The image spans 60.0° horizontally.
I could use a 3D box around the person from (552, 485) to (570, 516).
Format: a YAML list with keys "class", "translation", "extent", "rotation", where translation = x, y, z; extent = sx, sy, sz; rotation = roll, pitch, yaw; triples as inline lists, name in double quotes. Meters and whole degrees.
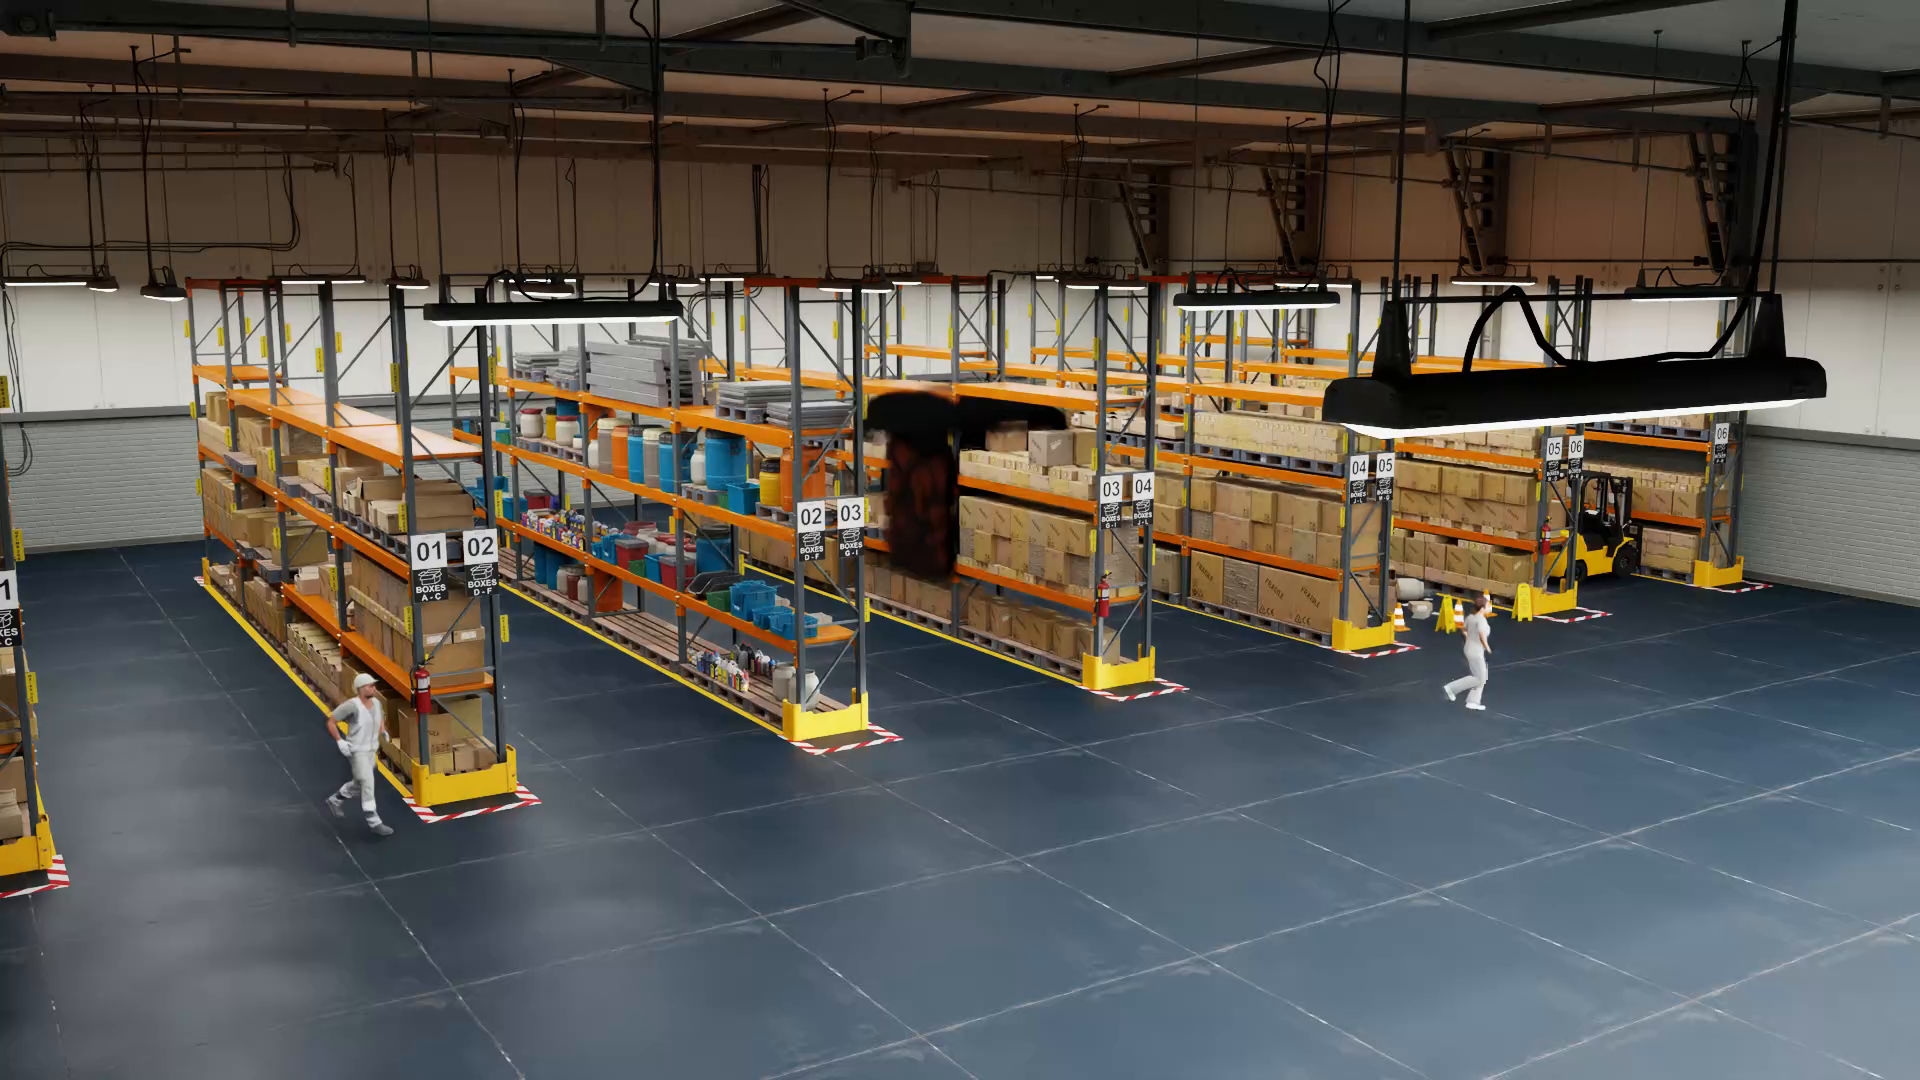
- class: "person"
  translation: [-8.620, -0.454, 36.082]
  extent: [0.791, 1.546, 0.574]
  rotation: [9, 13, 42]

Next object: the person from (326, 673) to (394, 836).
- class: "person"
  translation: [-6.704, 2.354, 18.613]
  extent: [1.016, 1.757, 0.701]
  rotation: [4, 10, 22]

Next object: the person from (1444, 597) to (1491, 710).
- class: "person"
  translation: [7.212, 1.615, 23.622]
  extent: [0.627, 1.622, 0.552]
  rotation: [0, 10, -1]

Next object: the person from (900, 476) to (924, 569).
- class: "person"
  translation: [-0.925, -0.350, 33.407]
  extent: [0.717, 1.902, 0.738]
  rotation: [-5, 11, -27]
